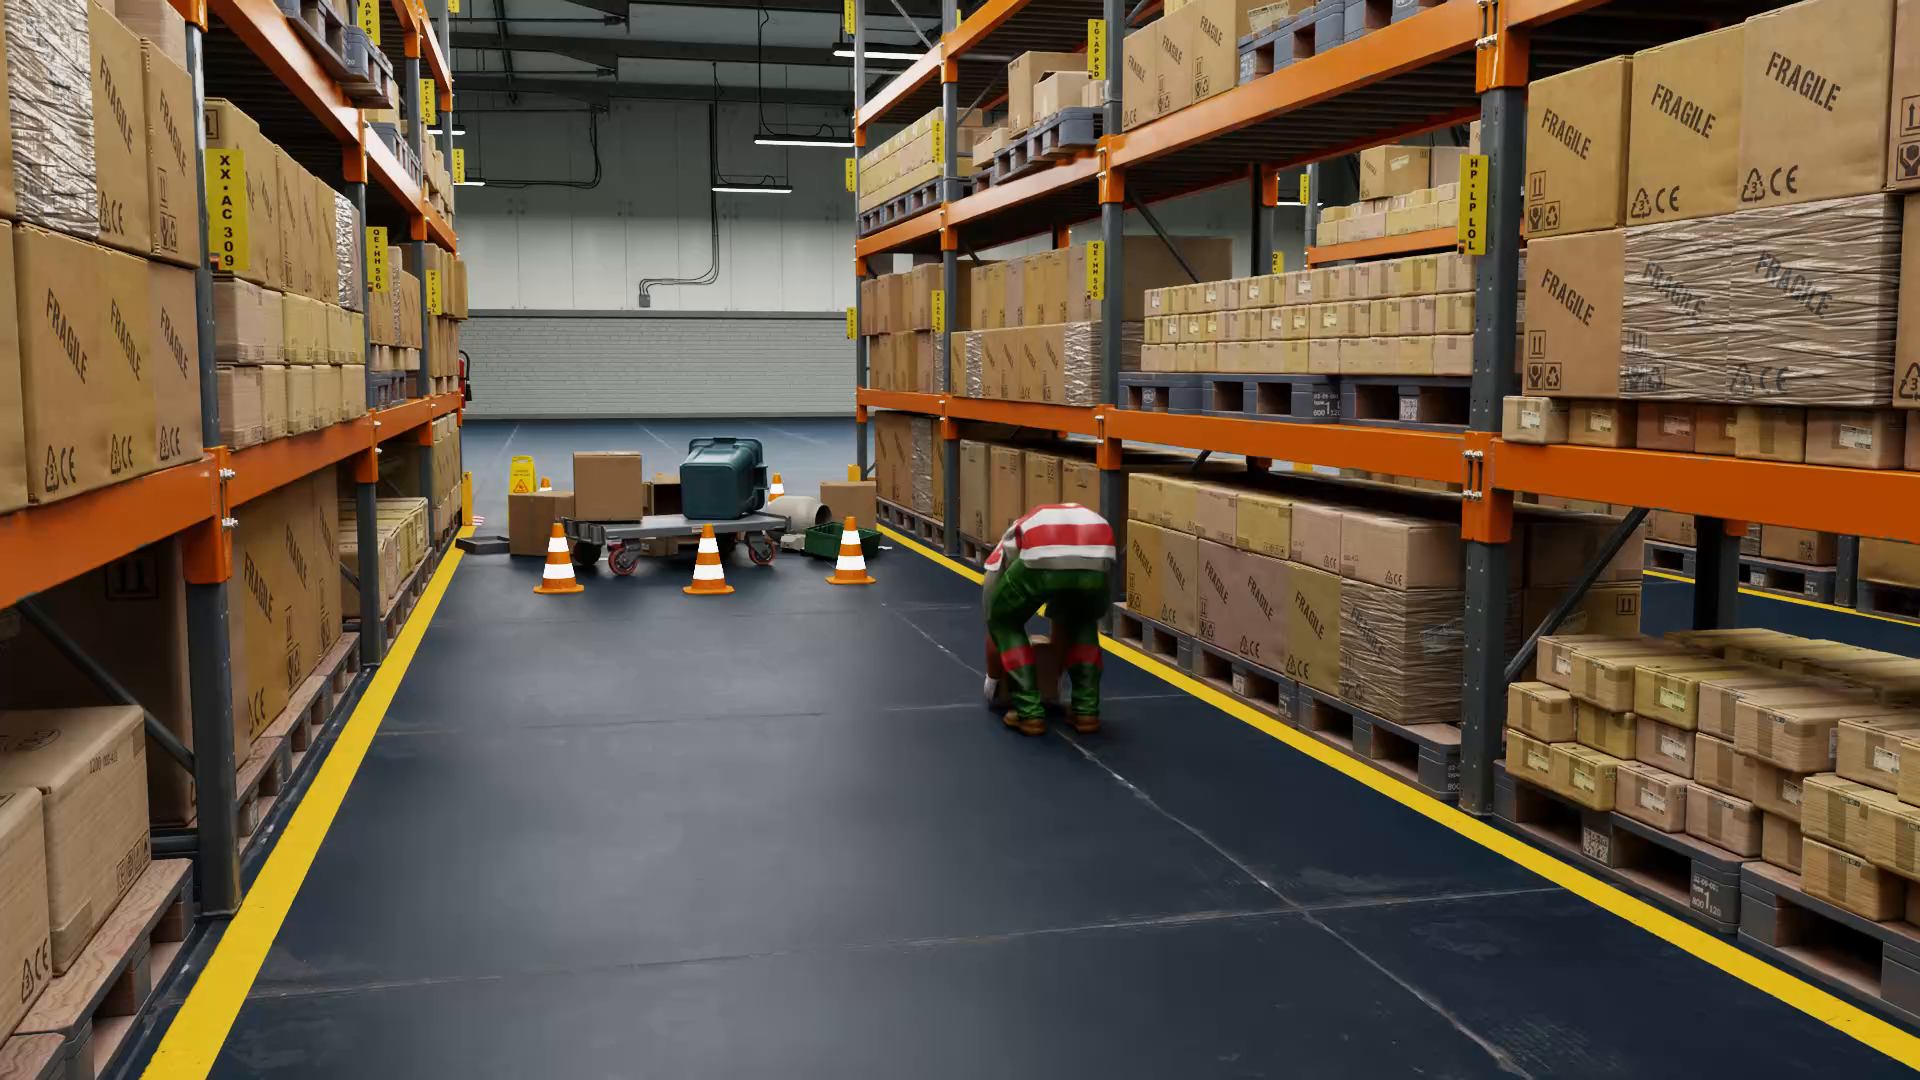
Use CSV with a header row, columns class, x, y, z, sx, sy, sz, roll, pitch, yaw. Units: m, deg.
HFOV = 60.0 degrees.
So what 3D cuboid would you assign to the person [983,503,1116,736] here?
class,x,y,z,sx,sy,sz,roll,pitch,yaw
person,0.354,0.307,7.242,0.532,0.970,0.948,-2,6,-16
